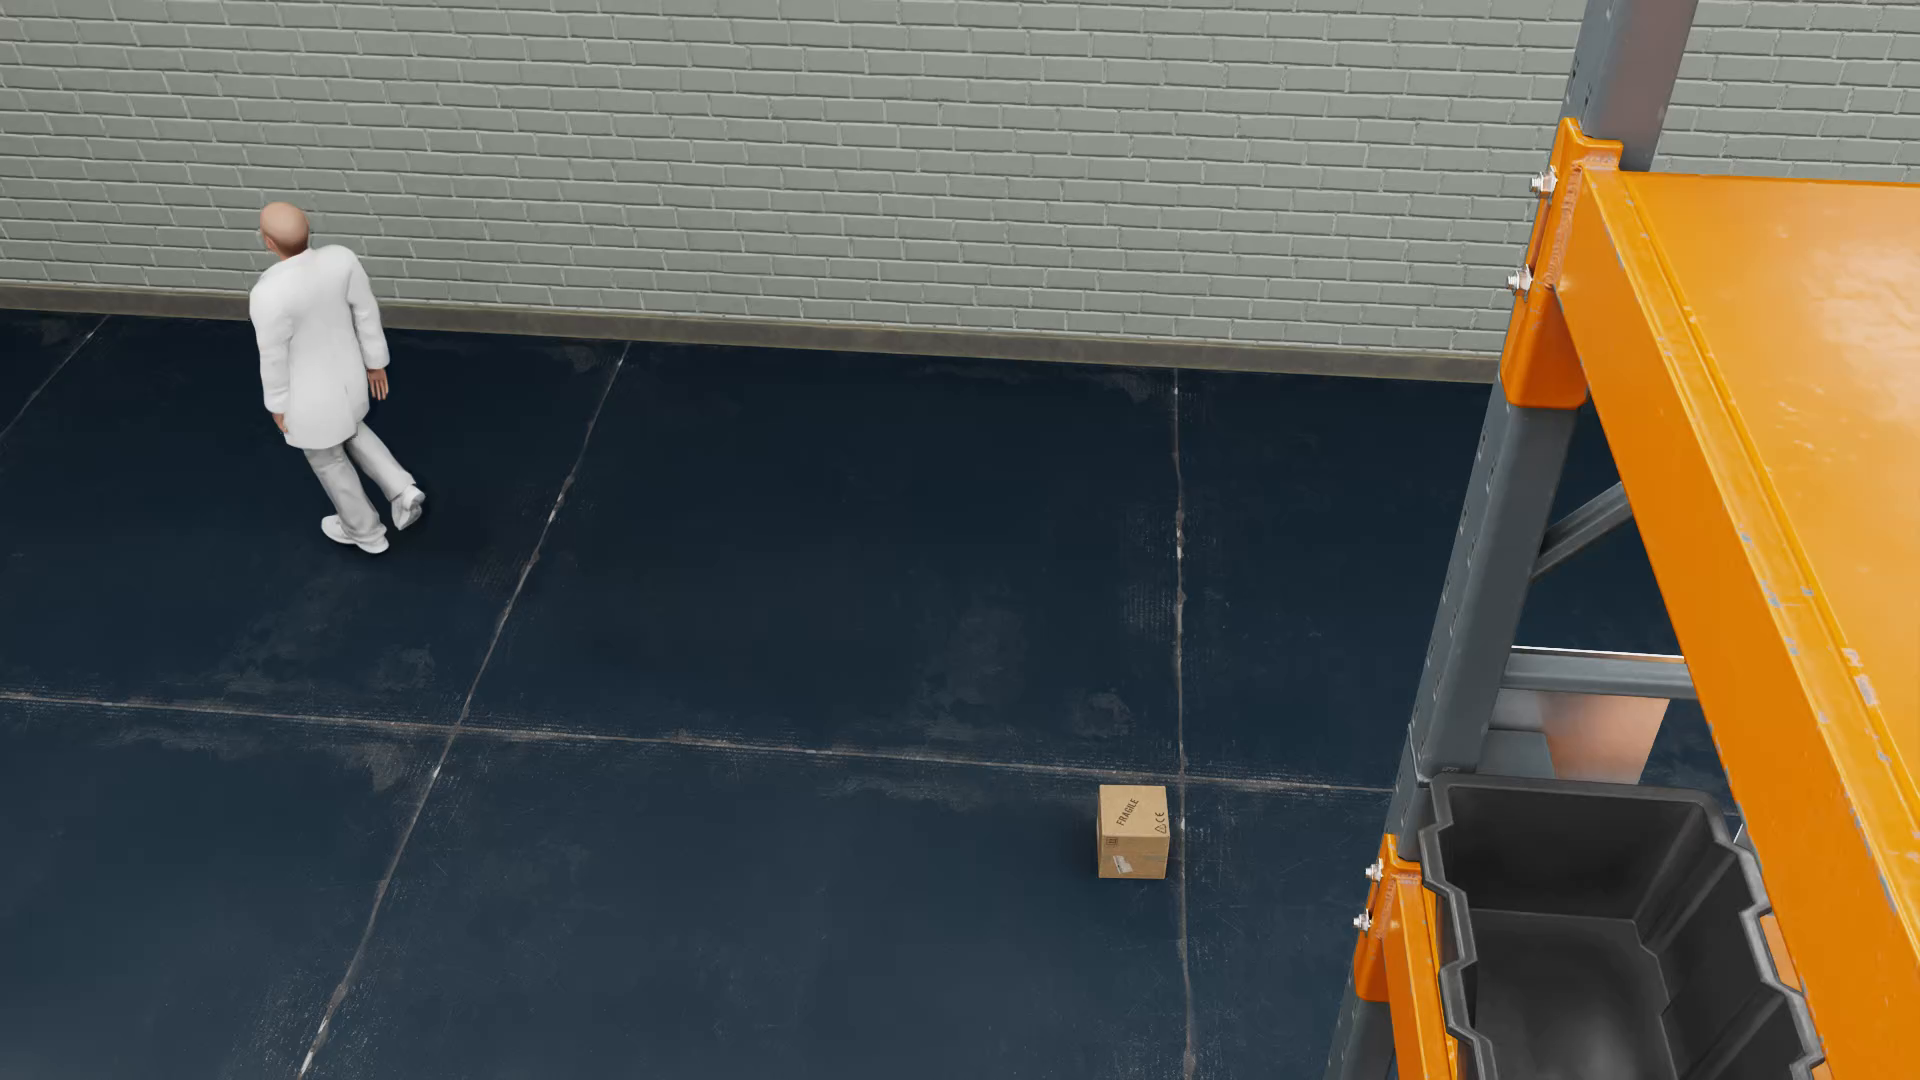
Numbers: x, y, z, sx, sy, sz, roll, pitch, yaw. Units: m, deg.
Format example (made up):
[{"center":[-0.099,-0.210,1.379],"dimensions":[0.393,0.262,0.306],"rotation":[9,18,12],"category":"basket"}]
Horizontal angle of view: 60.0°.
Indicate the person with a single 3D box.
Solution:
[{"center":[-2.758,-0.685,7.255],"dimensions":[0.568,1.765,0.571],"rotation":[19,43,22],"category":"person"}]
